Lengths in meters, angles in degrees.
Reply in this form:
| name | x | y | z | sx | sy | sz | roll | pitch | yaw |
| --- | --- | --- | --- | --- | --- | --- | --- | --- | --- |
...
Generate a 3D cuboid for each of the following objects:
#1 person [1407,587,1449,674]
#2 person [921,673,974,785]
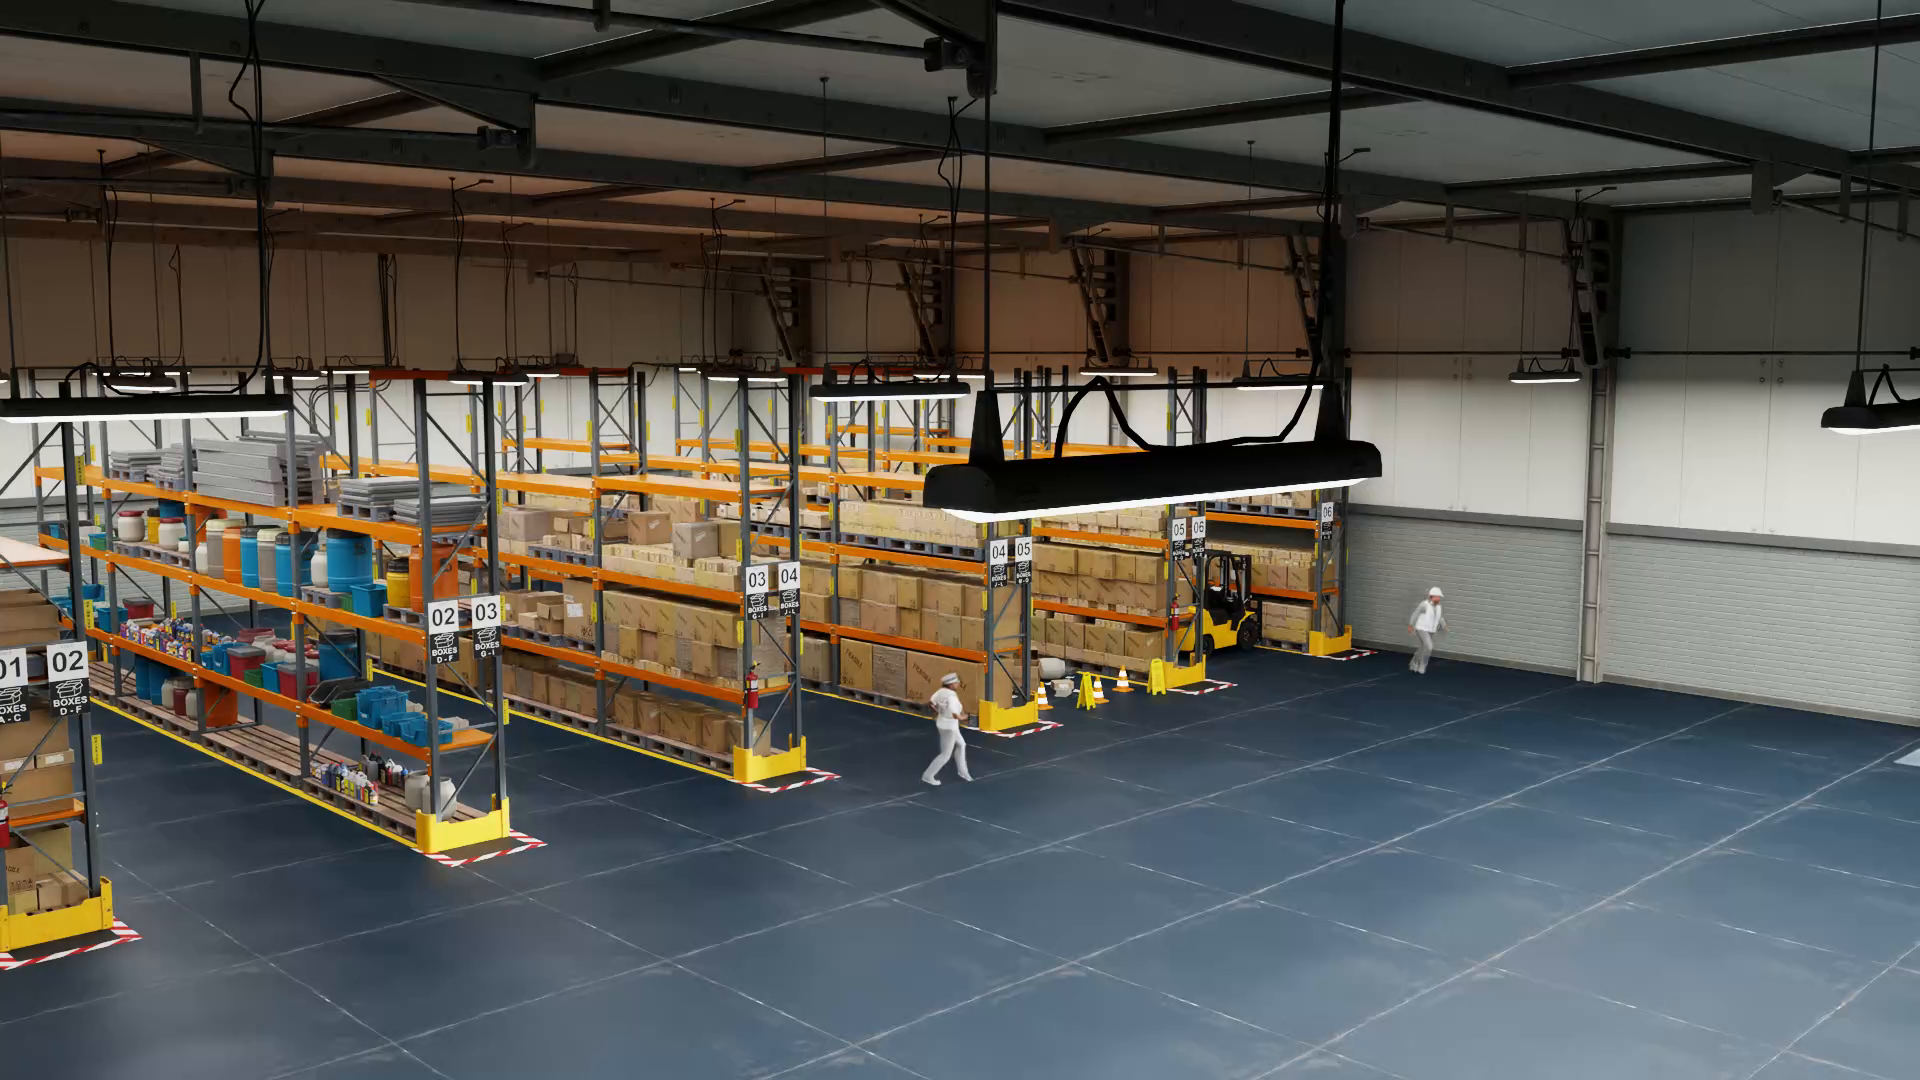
| name | x | y | z | sx | sy | sz | roll | pitch | yaw |
| --- | --- | --- | --- | --- | --- | --- | --- | --- | --- |
| person | 9.210 | 1.766 | 32.783 | 0.638 | 1.711 | 0.764 | -4 | 8 | -33 |
| person | -0.153 | 2.776 | 24.204 | 0.867 | 1.712 | 0.560 | -2 | 7 | -15 |
